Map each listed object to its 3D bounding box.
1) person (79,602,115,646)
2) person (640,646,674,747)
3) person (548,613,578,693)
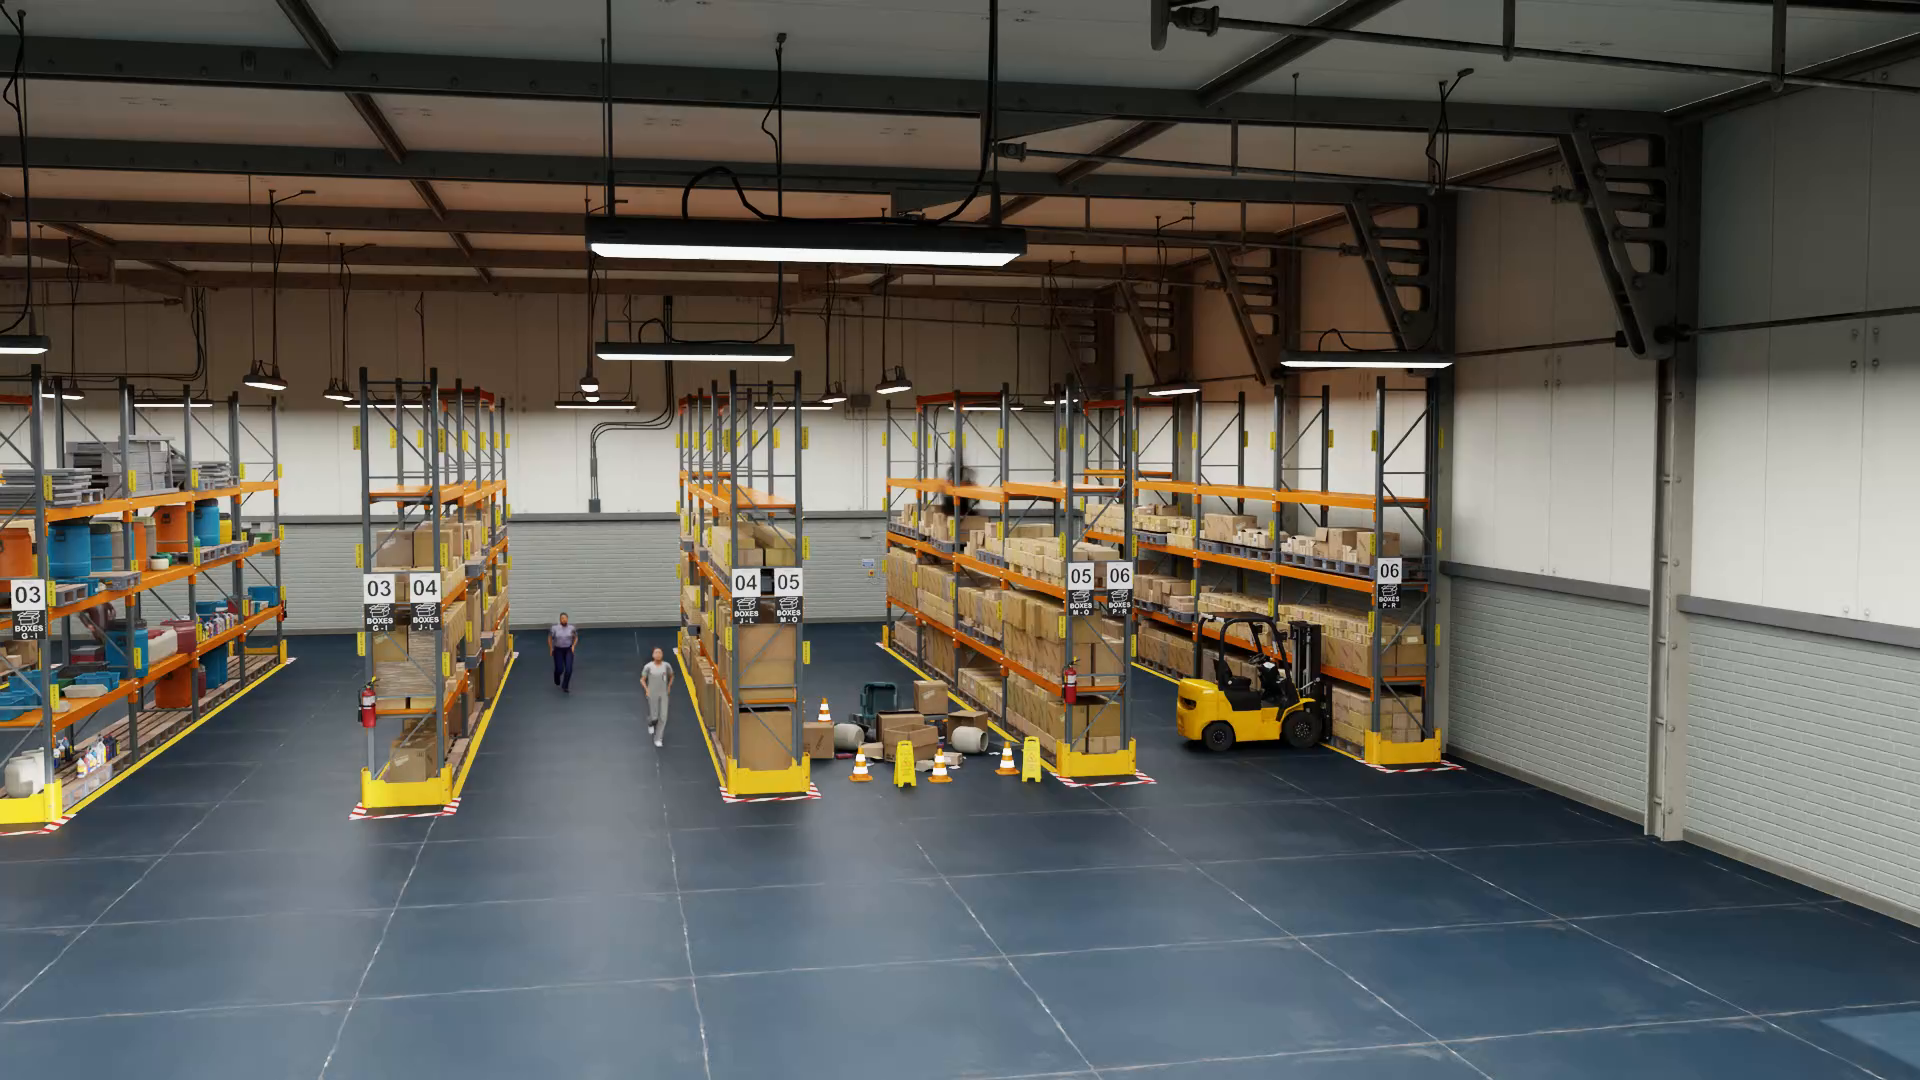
[{"bbox_3d":[-19.116,1.943,36.911,0.709,1.707,0.764,3,5,43],"label":"person"},{"bbox_3d":[-4.976,2.559,27.413,0.563,1.628,0.677,-1,4,-20],"label":"person"},{"bbox_3d":[-7.916,2.240,33.192,0.594,1.598,0.585,-1,4,-20],"label":"person"}]
